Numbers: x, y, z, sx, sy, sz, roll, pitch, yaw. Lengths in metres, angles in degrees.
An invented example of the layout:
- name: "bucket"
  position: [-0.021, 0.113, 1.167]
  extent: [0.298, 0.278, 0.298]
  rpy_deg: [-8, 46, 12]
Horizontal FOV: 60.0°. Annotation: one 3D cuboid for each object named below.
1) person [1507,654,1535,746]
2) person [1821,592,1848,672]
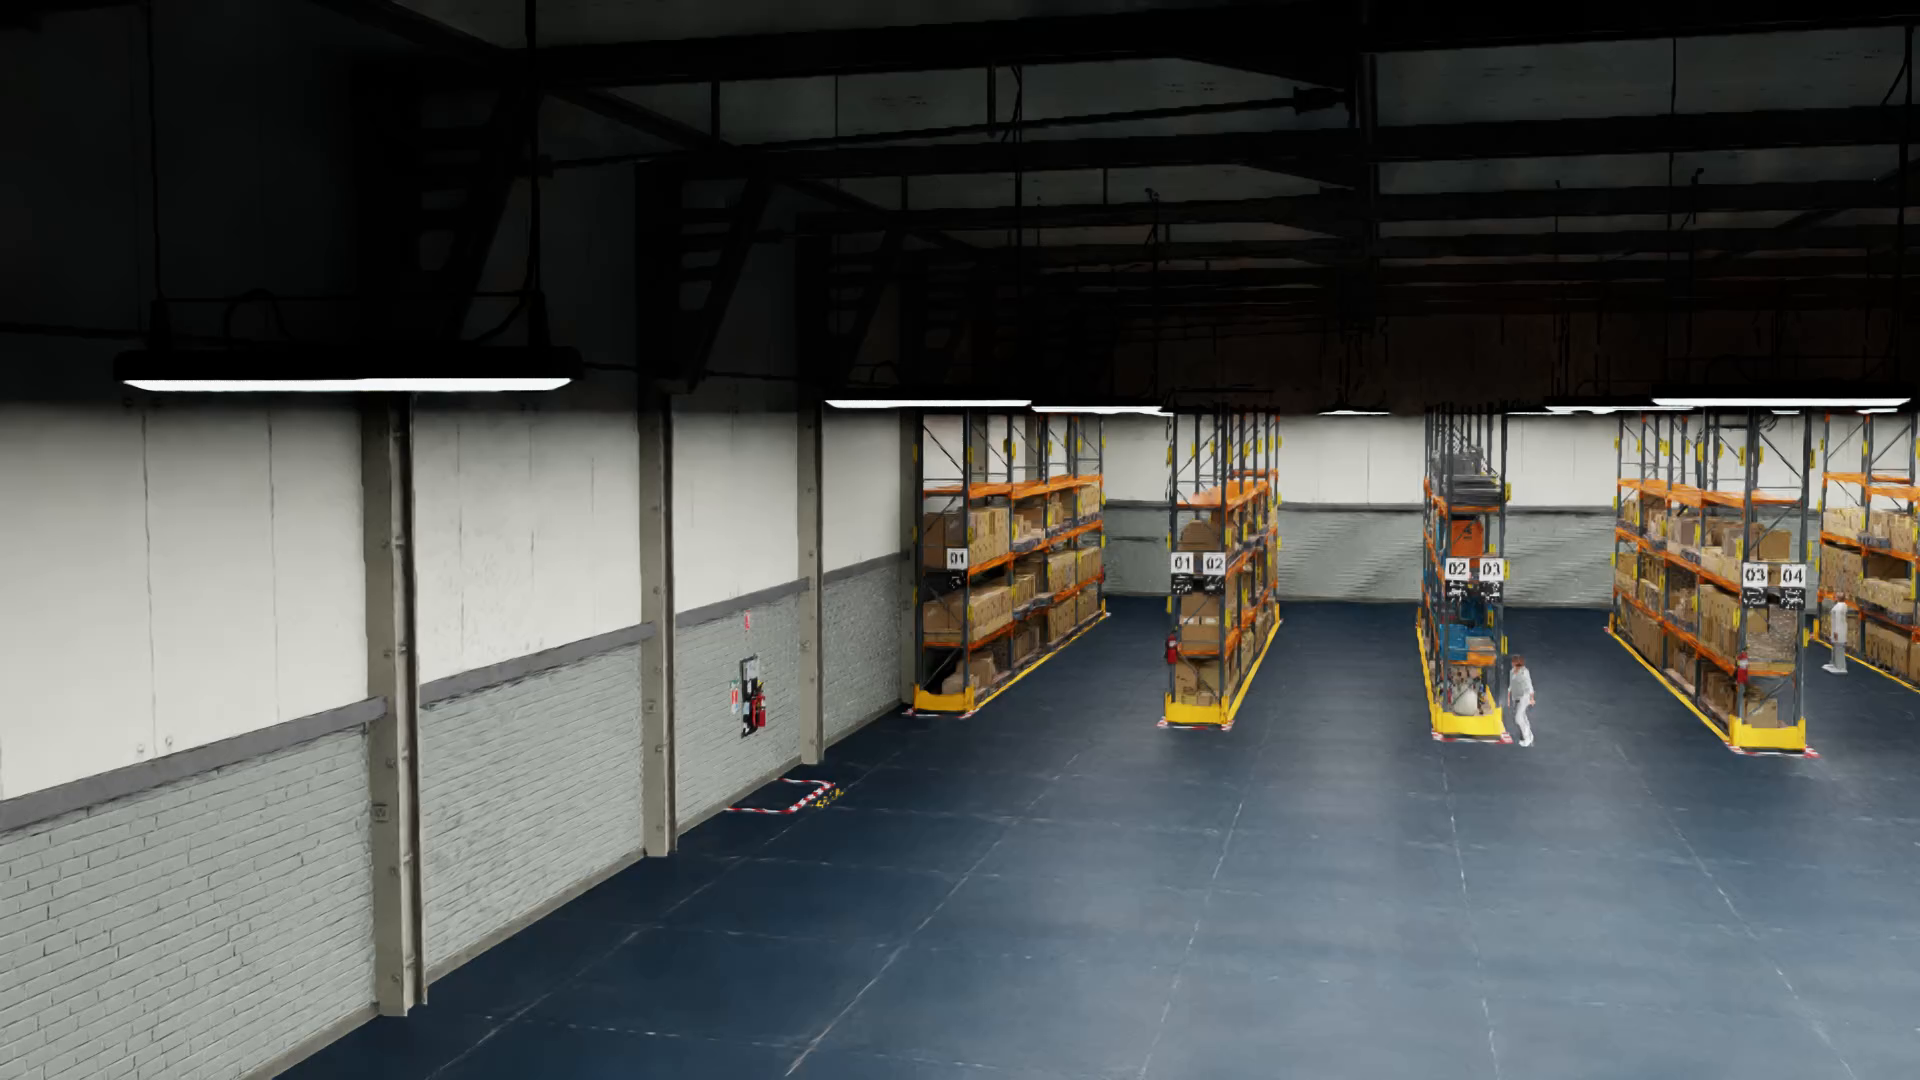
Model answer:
- name: "person"
  position: [9.804, 2.777, 28.993]
  extent: [0.454, 1.582, 0.522]
  rpy_deg: [-2, 4, -20]
- name: "person"
  position: [19.685, 2.059, 37.362]
  extent: [0.554, 1.781, 0.609]
  rpy_deg: [4, 6, 42]
